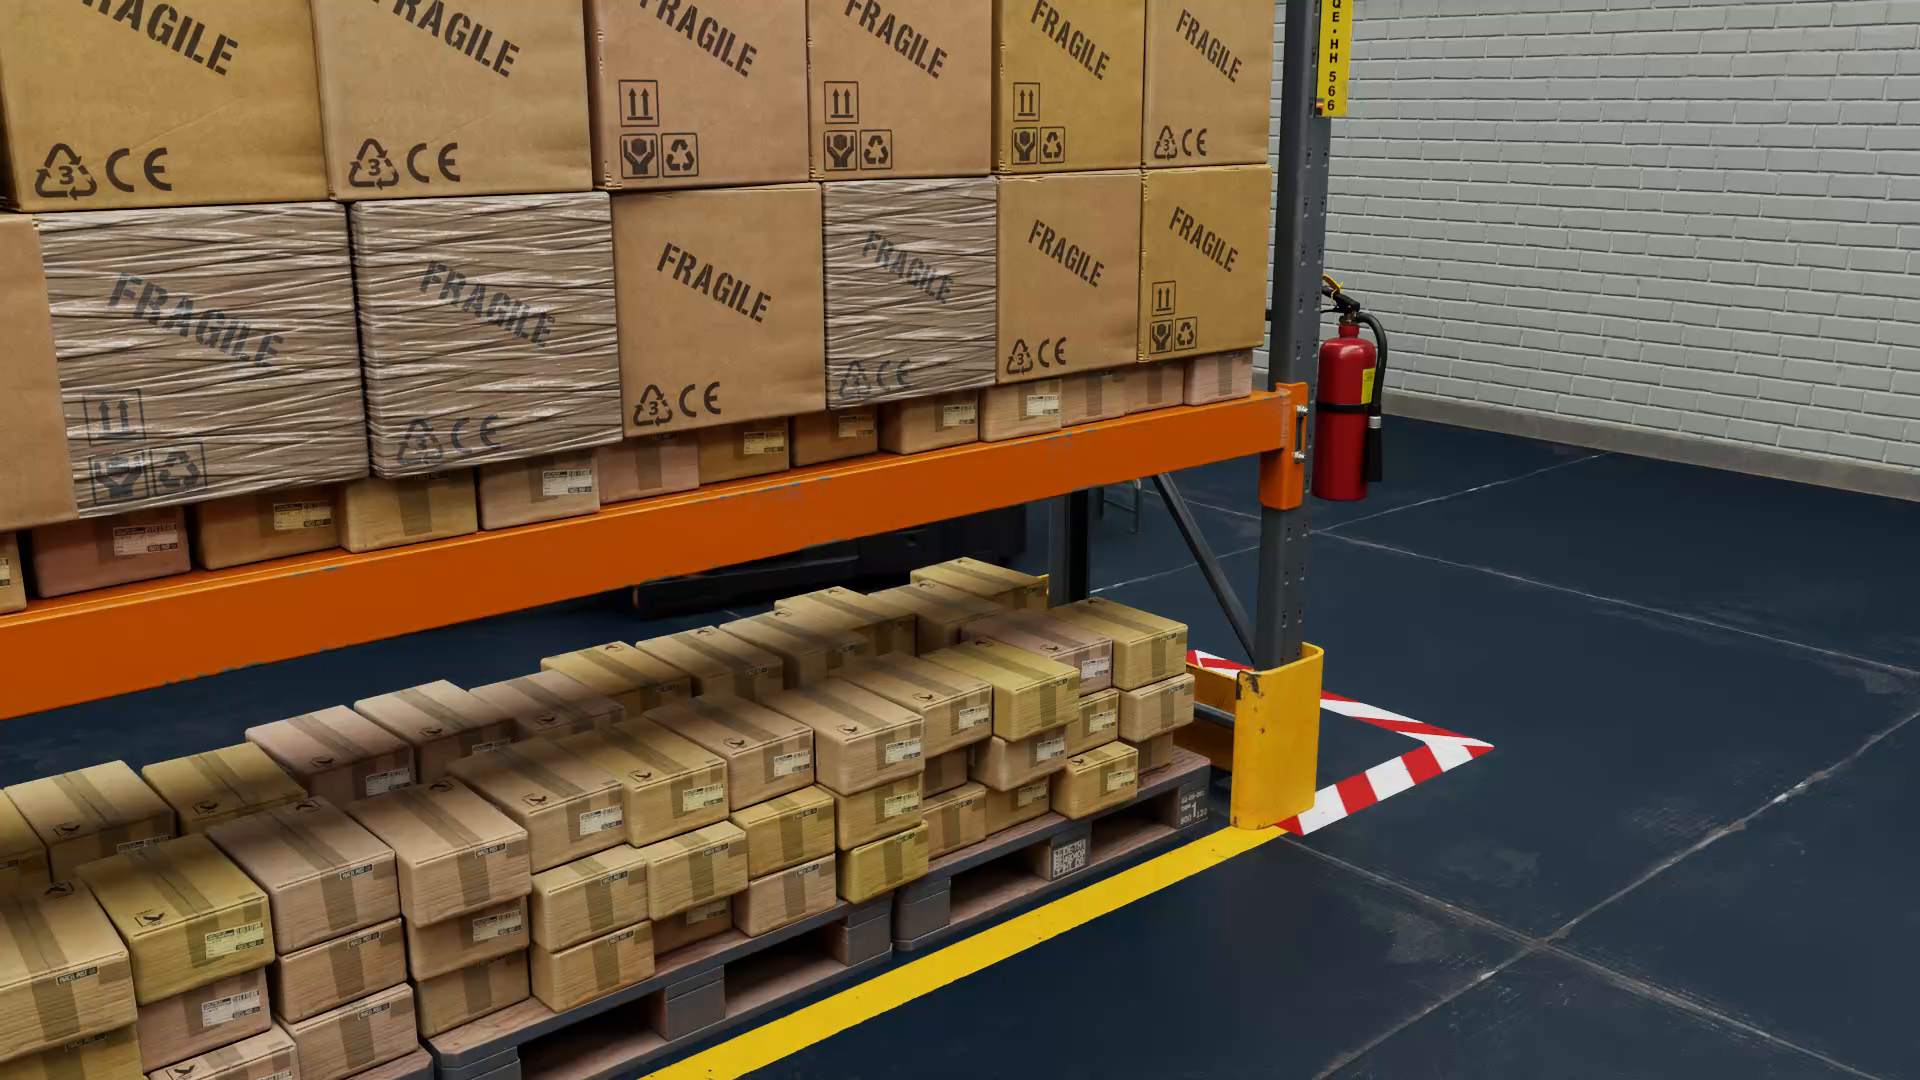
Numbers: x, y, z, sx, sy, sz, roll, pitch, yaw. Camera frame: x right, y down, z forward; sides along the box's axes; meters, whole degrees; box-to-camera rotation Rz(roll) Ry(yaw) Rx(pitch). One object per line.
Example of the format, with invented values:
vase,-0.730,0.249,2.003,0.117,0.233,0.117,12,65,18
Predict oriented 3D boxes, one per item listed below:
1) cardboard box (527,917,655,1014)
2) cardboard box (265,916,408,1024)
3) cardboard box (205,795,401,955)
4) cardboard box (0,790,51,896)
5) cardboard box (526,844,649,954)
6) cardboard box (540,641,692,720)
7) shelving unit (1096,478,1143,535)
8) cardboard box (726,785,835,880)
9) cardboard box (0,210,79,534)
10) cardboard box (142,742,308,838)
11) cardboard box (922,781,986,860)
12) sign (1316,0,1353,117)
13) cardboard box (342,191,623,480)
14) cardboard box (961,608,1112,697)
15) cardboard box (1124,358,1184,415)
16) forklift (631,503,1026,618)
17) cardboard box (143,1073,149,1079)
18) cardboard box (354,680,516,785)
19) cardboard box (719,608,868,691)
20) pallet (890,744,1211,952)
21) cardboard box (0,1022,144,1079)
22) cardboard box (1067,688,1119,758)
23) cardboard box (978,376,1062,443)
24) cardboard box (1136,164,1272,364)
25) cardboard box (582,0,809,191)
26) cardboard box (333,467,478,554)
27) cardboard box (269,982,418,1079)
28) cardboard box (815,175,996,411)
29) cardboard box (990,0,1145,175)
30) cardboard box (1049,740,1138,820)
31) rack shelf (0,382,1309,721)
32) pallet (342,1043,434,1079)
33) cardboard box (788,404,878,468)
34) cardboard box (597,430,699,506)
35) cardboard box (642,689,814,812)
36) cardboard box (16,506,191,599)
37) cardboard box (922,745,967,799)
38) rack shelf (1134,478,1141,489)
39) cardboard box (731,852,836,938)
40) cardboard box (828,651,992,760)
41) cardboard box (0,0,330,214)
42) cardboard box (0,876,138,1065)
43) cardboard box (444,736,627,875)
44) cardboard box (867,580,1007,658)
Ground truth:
cardboard box,-0.904,0.898,3.785,0.250,0.149,0.380,-13,20,-41
cardboard box,-1.361,0.829,3.470,0.250,0.149,0.380,-14,20,-42
cardboard box,-1.359,0.684,3.436,0.250,0.149,0.380,-13,20,-41
cardboard box,-2.078,0.676,3.465,0.250,0.149,0.380,-12,19,-39
cardboard box,-0.906,0.756,3.741,0.250,0.149,0.380,-13,20,-40
cardboard box,-0.923,0.410,4.462,0.250,0.149,0.380,-12,19,-39
shelving unit,0.485,-0.754,8.167,0.755,1.500,0.431,-7,17,-26
cardboard box,-0.514,0.667,4.073,0.250,0.149,0.380,-11,19,-37
cardboard box,-1.803,-0.276,2.701,0.500,0.500,0.500,-13,20,-40
cardboard box,-1.648,0.604,3.736,0.250,0.149,0.380,-12,19,-38
cardboard box,-0.146,0.713,4.479,0.250,0.149,0.380,-12,19,-39
sign,1.025,-1.327,4.551,0.005,0.325,0.100,-13,19,-39
cardboard box,-1.031,-0.440,3.313,0.500,0.500,0.500,-13,20,-41
cardboard box,0.215,0.331,4.758,0.250,0.149,0.380,-12,19,-38
cardboard box,0.403,-0.460,4.648,0.250,0.149,0.380,-13,20,-39
forklift,-1.252,-1.241,7.217,3.031,2.935,1.130,-7,16,-24
cardboard box,-1.656,1.081,3.101,0.250,0.149,0.380,-12,19,-38
cardboard box,-1.309,0.492,4.155,0.250,0.149,0.380,-14,20,-41
cardboard box,-0.479,0.329,4.764,0.250,0.149,0.380,-14,20,-42
pallet,-0.018,0.764,4.981,1.213,0.211,1.003,-13,19,-39
cardboard box,-1.726,0.922,3.120,0.250,0.149,0.380,-12,19,-39
cardboard box,0.232,0.483,4.765,0.250,0.149,0.380,-13,20,-41
cardboard box,0.046,-0.367,4.299,0.250,0.149,0.380,-12,19,-38
cardboard box,0.506,-0.793,4.635,0.500,0.500,0.500,-12,19,-38
cardboard box,-0.672,-1.010,3.511,0.500,0.500,0.500,-14,20,-41
cardboard box,-1.159,-0.101,3.301,0.250,0.149,0.380,-12,19,-38
cardboard box,-1.344,0.976,3.494,0.250,0.149,0.380,-13,20,-40
cardboard box,-0.263,-0.619,3.983,0.500,0.500,0.500,-13,19,-39
cardboard box,0.111,-1.190,4.185,0.500,0.500,0.500,-14,20,-41
cardboard box,0.288,0.641,4.749,0.250,0.149,0.380,-12,19,-38
rack shelf,-0.833,-0.040,3.983,4.000,0.370,1.077,-13,19,-39
pallet,-1.858,1.177,3.433,1.213,0.211,1.003,-13,19,-39
cardboard box,-0.414,-0.294,4.025,0.250,0.149,0.380,-14,20,-42
cardboard box,-0.780,-0.199,3.670,0.250,0.149,0.380,-12,19,-37
cardboard box,-0.571,0.510,4.085,0.250,0.149,0.380,-14,20,-41
cardboard box,-1.601,-0.026,3.021,0.250,0.149,0.380,-14,20,-42
cardboard box,-0.196,0.563,4.465,0.250,0.149,0.380,-13,20,-40
rack shelf,0.485,-0.439,8.251,0.720,0.370,0.431,-7,17,-26
cardboard box,-0.516,0.811,4.112,0.250,0.149,0.380,-12,19,-38
cardboard box,-0.134,0.431,4.383,0.250,0.149,0.380,-14,20,-42
cardboard box,-1.461,-0.844,2.890,0.500,0.500,0.500,-13,20,-41
cardboard box,-1.699,0.785,3.058,0.250,0.149,0.380,-11,19,-37
cardboard box,-0.962,0.594,3.771,0.250,0.149,0.380,-14,20,-42
cardboard box,-0.072,0.253,5.048,0.250,0.149,0.380,-12,19,-38
